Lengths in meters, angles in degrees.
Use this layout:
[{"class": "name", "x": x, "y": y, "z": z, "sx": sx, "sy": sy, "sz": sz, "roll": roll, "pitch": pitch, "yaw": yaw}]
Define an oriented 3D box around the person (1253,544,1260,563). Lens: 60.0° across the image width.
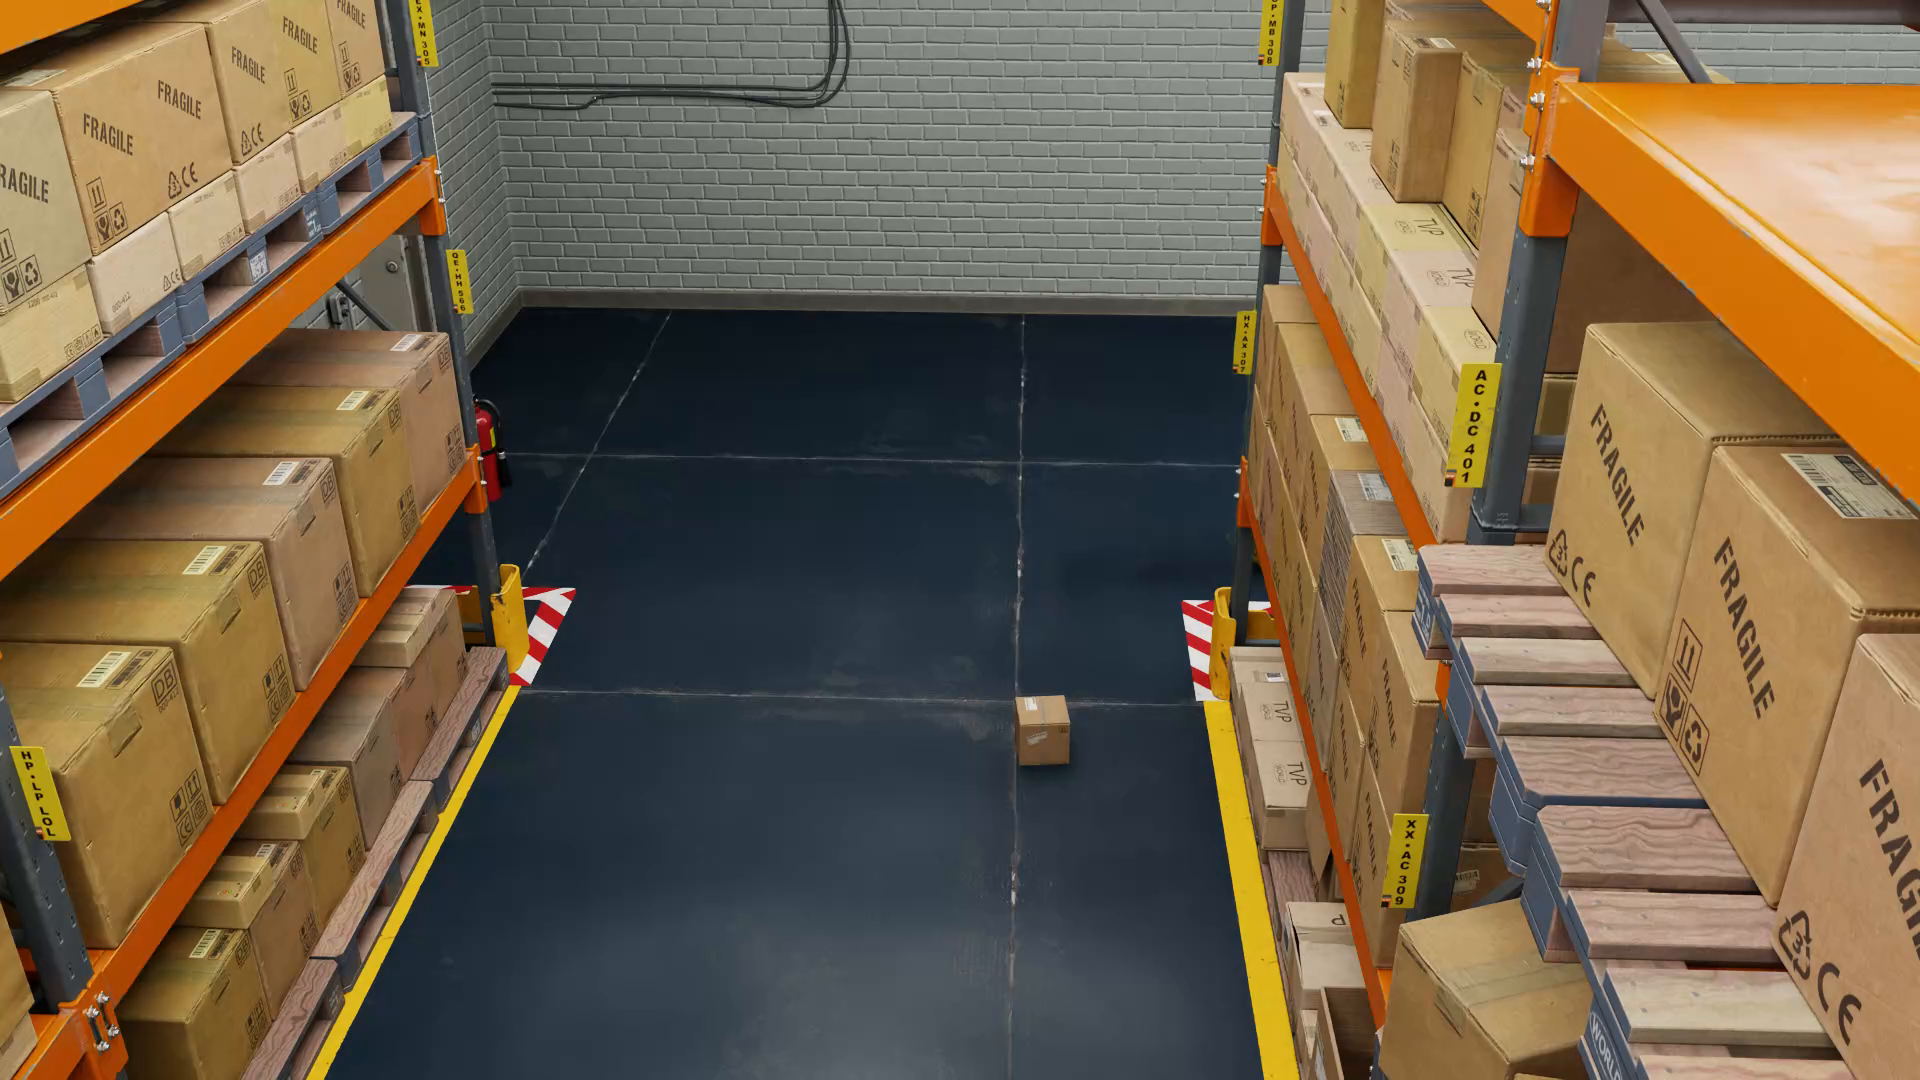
[{"class": "person", "x": 1.994, "y": -0.594, "z": 9.693, "sx": 0.463, "sy": 1.775, "sz": 0.636, "roll": 1, "pitch": 28, "yaw": 2}]
